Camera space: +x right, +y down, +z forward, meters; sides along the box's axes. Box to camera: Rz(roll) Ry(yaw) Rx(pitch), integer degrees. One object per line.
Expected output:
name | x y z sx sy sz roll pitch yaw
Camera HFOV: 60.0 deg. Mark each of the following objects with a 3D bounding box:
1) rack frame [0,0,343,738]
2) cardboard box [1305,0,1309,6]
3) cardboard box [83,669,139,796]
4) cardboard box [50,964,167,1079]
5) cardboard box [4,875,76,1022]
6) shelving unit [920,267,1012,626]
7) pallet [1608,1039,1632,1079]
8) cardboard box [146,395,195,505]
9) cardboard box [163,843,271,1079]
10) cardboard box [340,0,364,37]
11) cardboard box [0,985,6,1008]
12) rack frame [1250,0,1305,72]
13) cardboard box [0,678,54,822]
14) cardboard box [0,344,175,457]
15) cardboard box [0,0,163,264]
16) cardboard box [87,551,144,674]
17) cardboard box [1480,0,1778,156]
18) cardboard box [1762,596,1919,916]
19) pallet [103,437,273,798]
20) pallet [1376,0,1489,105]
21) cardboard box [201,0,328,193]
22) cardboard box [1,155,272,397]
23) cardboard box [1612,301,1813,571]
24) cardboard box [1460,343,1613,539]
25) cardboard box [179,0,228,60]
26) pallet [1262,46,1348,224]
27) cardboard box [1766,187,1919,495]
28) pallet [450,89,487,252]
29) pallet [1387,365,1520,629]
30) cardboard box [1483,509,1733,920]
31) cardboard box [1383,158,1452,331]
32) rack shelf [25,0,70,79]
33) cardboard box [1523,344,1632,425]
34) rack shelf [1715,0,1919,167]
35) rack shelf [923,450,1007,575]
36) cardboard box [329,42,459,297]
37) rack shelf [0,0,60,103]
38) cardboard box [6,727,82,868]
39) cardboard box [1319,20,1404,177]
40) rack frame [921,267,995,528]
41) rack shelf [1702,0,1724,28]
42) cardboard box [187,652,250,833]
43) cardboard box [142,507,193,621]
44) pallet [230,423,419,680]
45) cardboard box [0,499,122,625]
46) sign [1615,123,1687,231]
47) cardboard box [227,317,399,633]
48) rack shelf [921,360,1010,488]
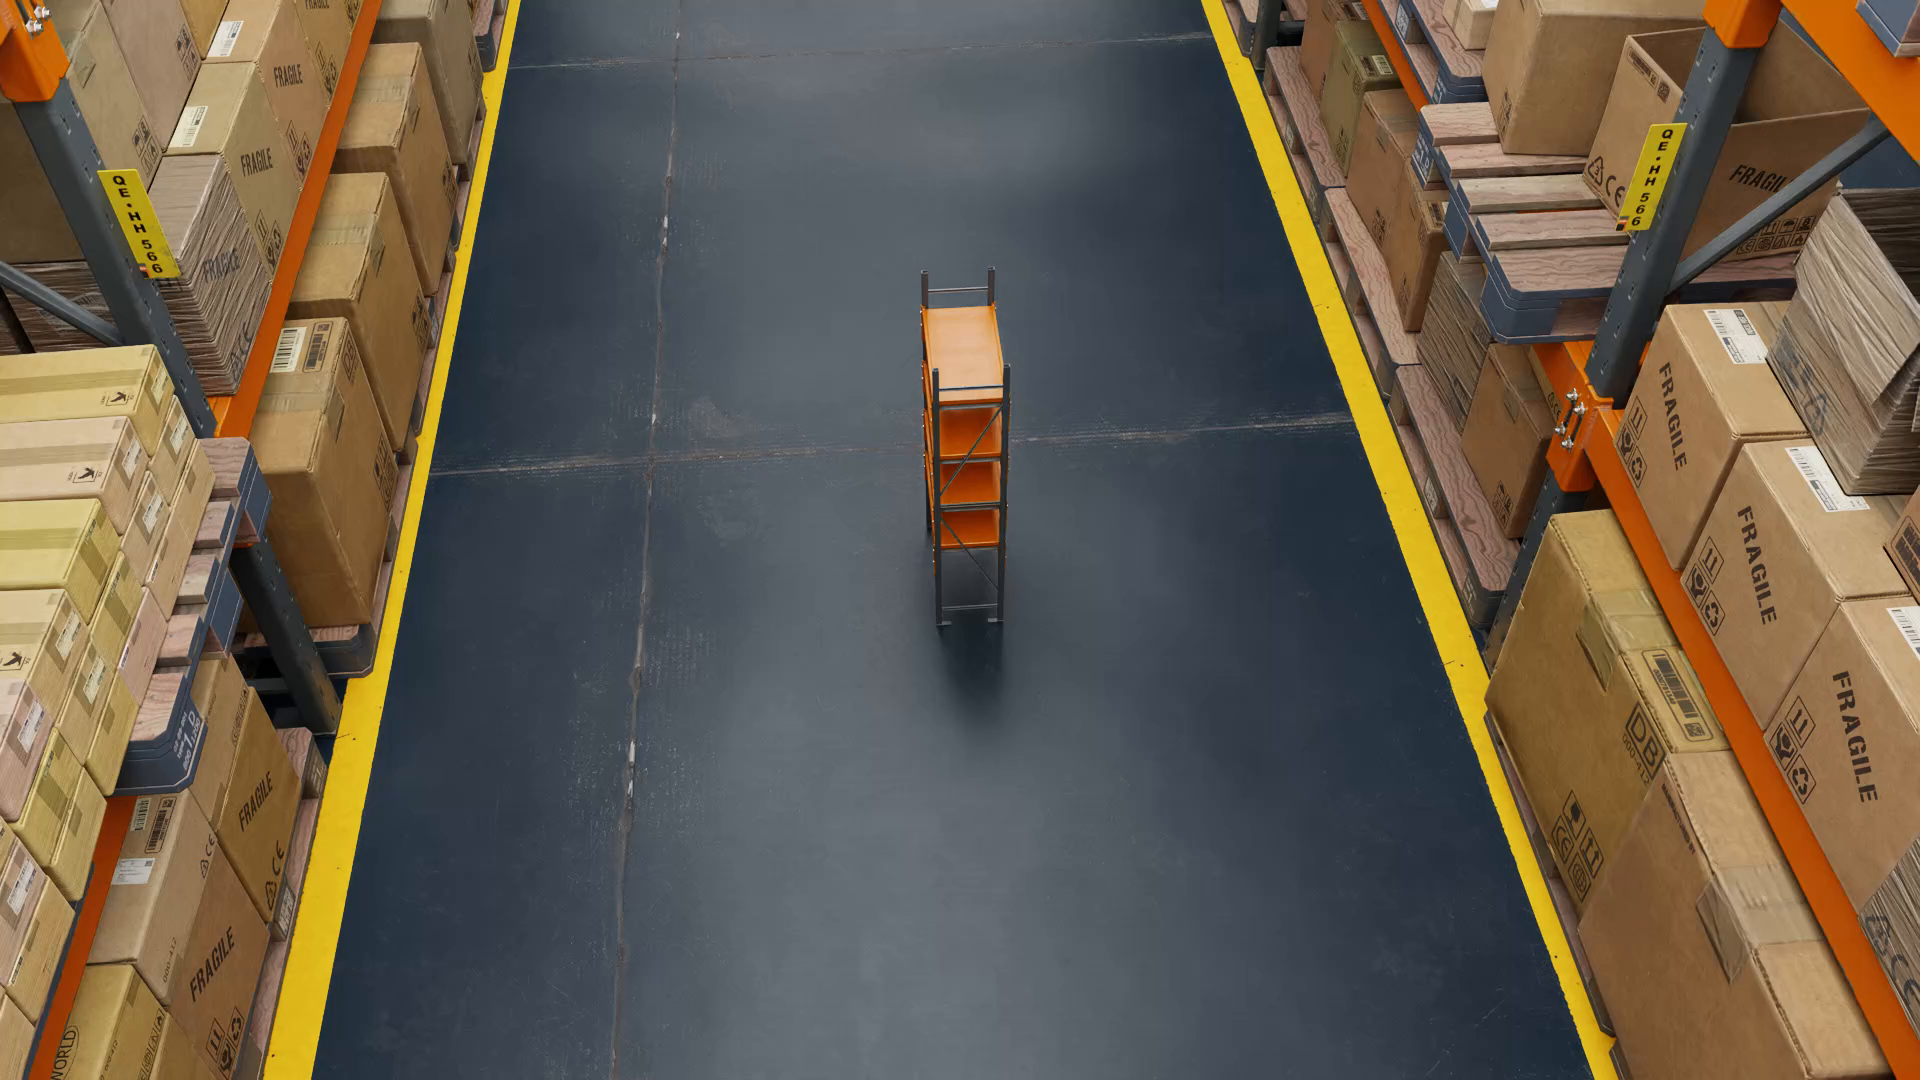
rack frame | -2.610 -0.382 4.546 1.000 3.000 0.127 -3 47 -3
cardboard box | 2.013 -3.082 8.535 0.500 0.500 0.500 -5 47 -5
cardboard box | -2.052 0.435 3.656 0.380 0.149 0.250 -4 47 -4
cardboard box | -2.211 1.287 3.881 0.500 0.250 0.500 -2 47 -2
cardboard box | -2.008 0.817 3.294 0.380 0.149 0.250 -2 47 -2
shelving unit | 0.014 -0.293 5.701 0.258 1.200 0.503 -3 47 -3
pallet | 2.431 1.804 4.396 1.003 0.211 1.213 -3 47 -3
cardboard box | -2.115 -0.213 4.065 0.380 0.149 0.250 -3 47 -2
cardboard box | -2.254 1.169 4.510 0.500 0.500 0.500 -2 47 -2
cardboard box | -2.550 -2.218 6.216 0.500 0.500 0.500 -3 47 -3
cardboard box | -1.983 0.907 3.004 0.380 0.149 0.250 -4 47 -4
rack frame | 2.006 -3.505 7.503 1.000 3.000 0.127 -3 47 -3
cardboard box | -2.031 0.421 3.260 0.380 0.149 0.250 -3 47 -3
cardboard box | -2.112 -0.318 3.960 0.380 0.149 0.250 -5 47 -5
cardboard box | -2.637 -1.086 4.455 0.700 0.500 0.500 -4 47 -4
cardboard box | -2.066 0.170 3.702 0.380 0.149 0.250 -2 47 -2
cardboard box | 2.110 -1.576 5.318 0.700 0.500 0.500 3 47 3
cardboard box | 2.203 0.466 3.673 0.500 0.500 0.500 -4 47 -4
pallet | -2.444 0.193 4.134 1.213 0.211 1.003 -3 47 -3
pallet | 2.135 -1.975 6.186 1.003 0.211 1.213 -3 47 -3
cardboard box | -2.465 -1.491 5.527 0.500 0.500 0.500 -4 47 -3
cardboard box | -2.378 -0.758 4.833 0.500 0.500 0.500 -3 47 -3
cardboard box | 2.111 -0.277 4.378 0.500 0.500 0.500 -2 47 -2
cardboard box | 2.265 -0.386 5.968 0.700 0.500 0.500 -6 47 -5
cardboard box | -2.726 -1.823 5.153 0.700 0.500 0.500 -4 47 -4
pallet | 2.073 -1.983 7.982 1.003 0.211 1.213 -3 47 -3
cardboard box | 2.386 -0.460 3.860 0.797 0.503 0.637 -2 47 -2
pallet | -2.805 -1.764 7.775 1.003 0.211 1.213 -3 47 -3
pallet | 2.277 -0.217 6.311 1.003 0.211 1.213 -3 47 -3
cardboard box | 2.378 0.476 4.907 1.225 0.875 0.875 -5 47 -5
cardboard box | 2.152 -1.196 6.736 0.700 0.500 0.500 0 47 0
rack shelf | -2.777 -2.614 5.089 1.077 0.370 4.000 -3 47 -3
cardboard box | 2.255 -0.643 5.696 0.500 0.250 0.500 -2 47 -2
rack shelf | 2.509 0.052 2.564 1.077 0.370 4.000 -3 47 -3
rack shelf | 0.014 -0.110 5.894 0.258 0.148 0.480 -3 47 -3
cardboard box | -2.726 -1.506 6.870 1.050 0.750 0.750 -3 47 -3
rack shelf | -2.442 0.280 2.348 1.077 0.370 4.000 -3 47 -3
cardboard box | -2.027 0.531 3.360 0.380 0.149 0.250 -4 47 -4
cardboard box | 2.058 -2.005 7.501 0.700 0.500 0.500 -4 47 -4
rack frame | -0.007 -0.469 5.868 0.240 1.200 0.015 -3 47 -3
rack shelf | 2.174 -2.842 5.305 1.077 0.370 4.000 -3 47 -3
cardboard box | -2.291 0.554 4.576 0.500 0.250 0.500 -4 47 -4
cardboard box | -2.091 0.068 4.003 0.380 0.149 0.250 -4 47 -3
pallet | -2.601 0.001 6.103 1.003 0.211 1.213 -3 47 -3
cardboard box | -2.071 0.053 3.608 0.380 0.149 0.250 -2 47 -2
sign | 1.801 -0.942 4.333 0.100 0.325 0.005 -3 47 -3
cardboard box | -2.571 -0.199 5.633 1.050 0.750 0.750 -4 47 -4
rack shelf | 0.014 -0.400 5.587 0.258 0.148 0.480 -3 47 -3
